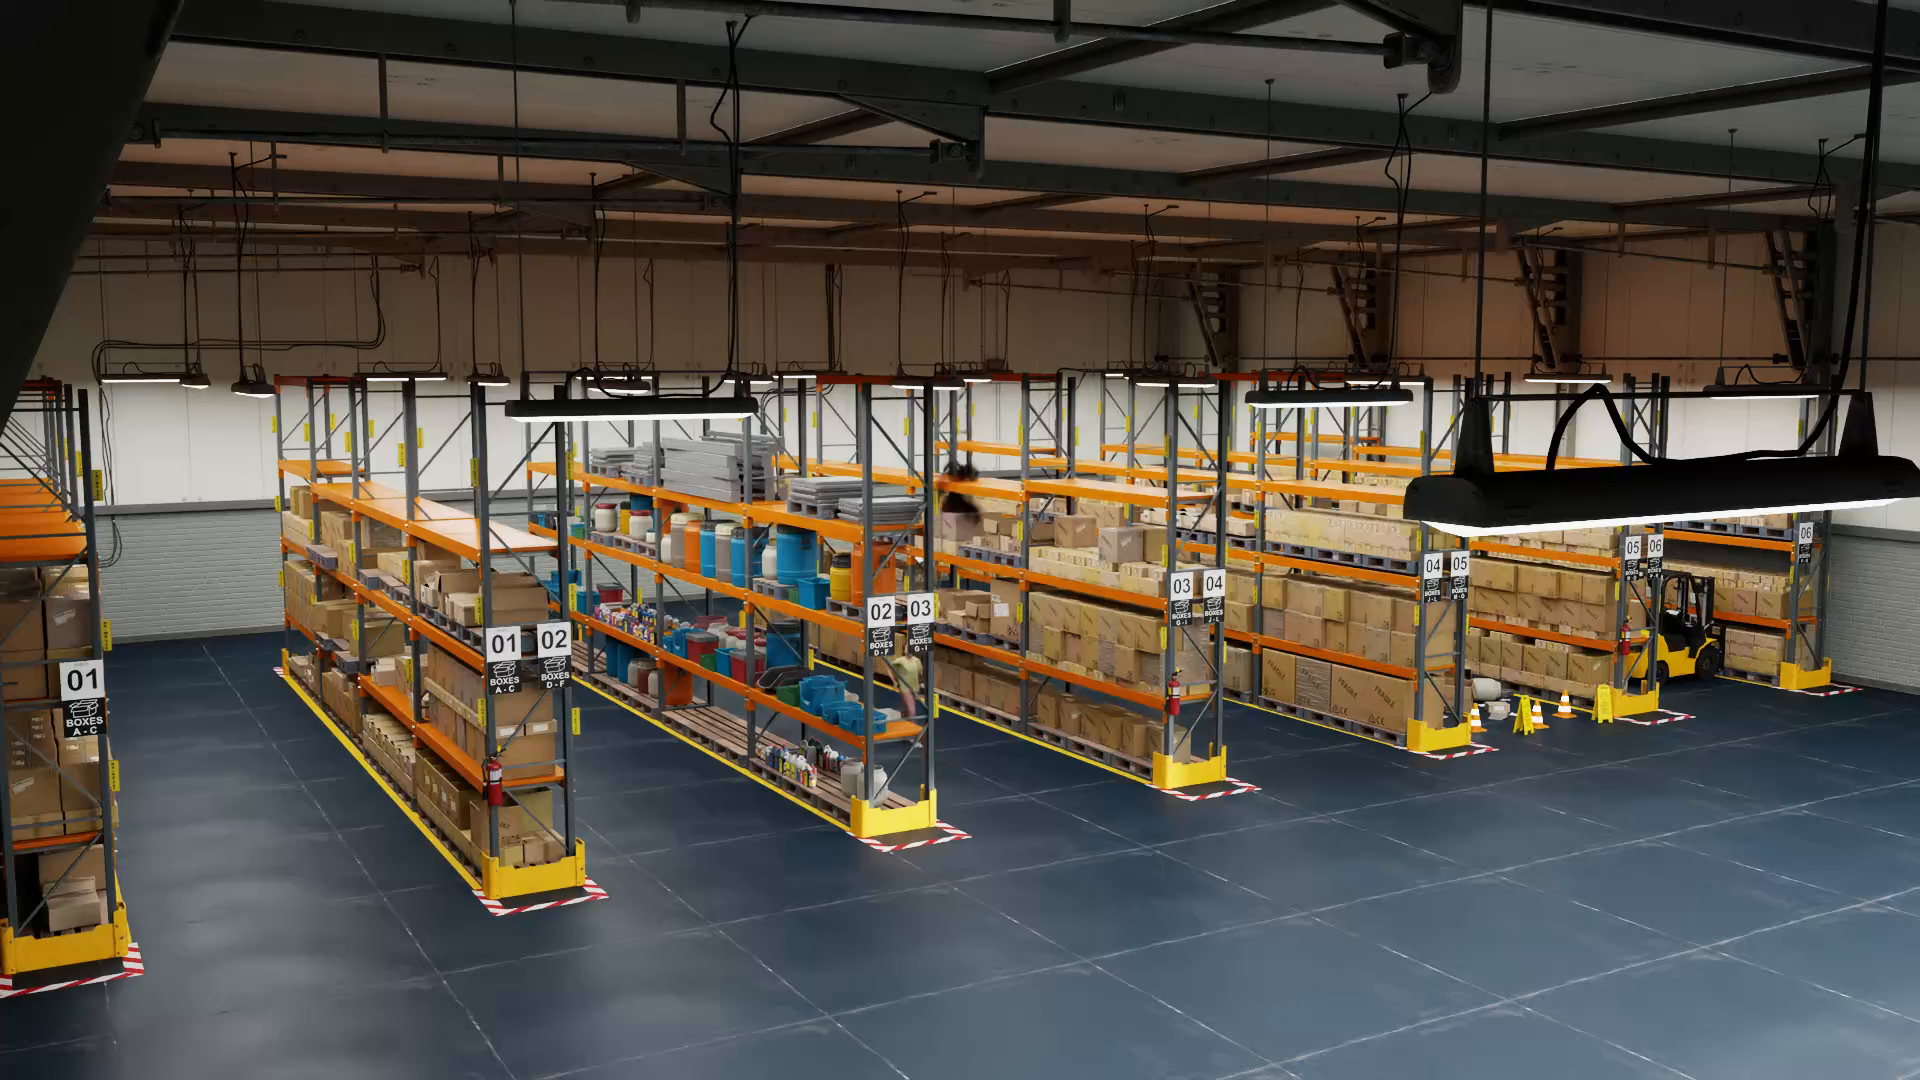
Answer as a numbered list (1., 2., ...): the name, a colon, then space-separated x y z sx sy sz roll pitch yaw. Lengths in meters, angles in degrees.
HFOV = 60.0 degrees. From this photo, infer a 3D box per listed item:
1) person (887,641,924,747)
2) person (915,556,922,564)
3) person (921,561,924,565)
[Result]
1. person: -0.841 2.490 27.310 0.568 1.678 0.940 -5 8 -40
2. person: -1.127 0.942 41.585 0.745 1.739 0.698 -3 7 -25
3. person: -0.766 1.282 38.647 0.562 1.658 0.564 -4 7 -31
